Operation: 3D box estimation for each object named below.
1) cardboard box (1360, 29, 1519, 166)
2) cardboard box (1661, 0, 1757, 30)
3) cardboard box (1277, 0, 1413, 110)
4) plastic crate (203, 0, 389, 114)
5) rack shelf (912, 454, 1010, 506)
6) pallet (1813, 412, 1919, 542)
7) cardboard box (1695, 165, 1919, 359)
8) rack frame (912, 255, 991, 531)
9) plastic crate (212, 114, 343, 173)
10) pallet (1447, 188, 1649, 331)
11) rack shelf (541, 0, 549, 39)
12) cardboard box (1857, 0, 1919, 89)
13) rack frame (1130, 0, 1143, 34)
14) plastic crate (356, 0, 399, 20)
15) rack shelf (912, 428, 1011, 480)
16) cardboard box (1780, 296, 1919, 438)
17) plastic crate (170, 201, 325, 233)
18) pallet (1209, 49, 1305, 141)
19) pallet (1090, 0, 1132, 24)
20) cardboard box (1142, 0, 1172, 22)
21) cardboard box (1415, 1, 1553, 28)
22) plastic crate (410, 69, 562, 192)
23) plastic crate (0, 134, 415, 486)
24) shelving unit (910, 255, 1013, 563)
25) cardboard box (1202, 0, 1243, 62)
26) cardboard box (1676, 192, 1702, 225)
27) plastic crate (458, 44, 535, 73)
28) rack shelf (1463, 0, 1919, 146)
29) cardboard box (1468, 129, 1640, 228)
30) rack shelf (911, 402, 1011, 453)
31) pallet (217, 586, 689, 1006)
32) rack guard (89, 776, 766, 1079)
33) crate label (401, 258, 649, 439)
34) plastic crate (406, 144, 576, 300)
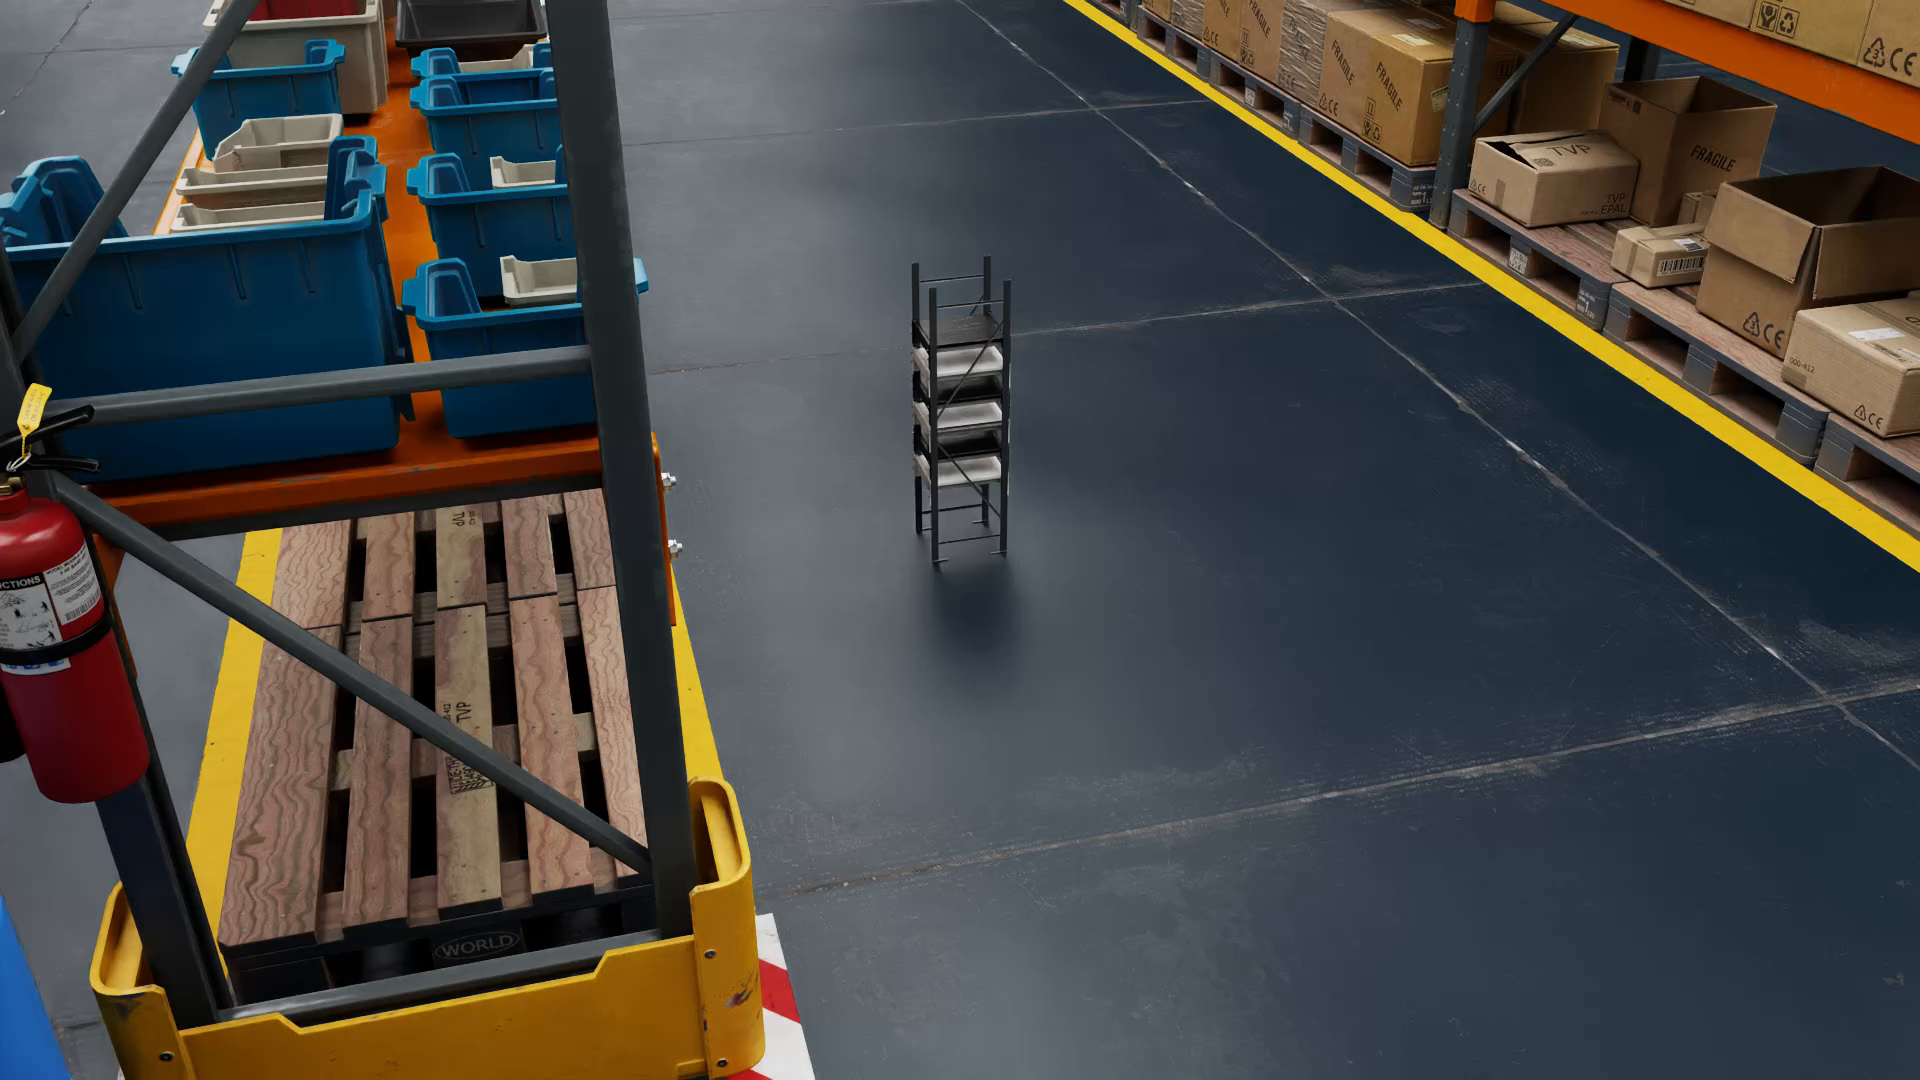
[{"bbox_3d":[2.293,-2.136,8.001,0.500,0.500,0.500,-8,31,-14],"label":"cardboard box"},{"bbox_3d":[2.842,-2.099,5.782,0.500,0.500,0.500,-8,31,-14],"label":"cardboard box"},{"bbox_3d":[2.037,-2.618,8.834,0.500,0.500,0.500,-7,31,-13],"label":"cardboard box"},{"bbox_3d":[-1.849,-1.383,4.703,0.437,0.282,0.530,-8,31,-13],"label":"plastic crate"},{"bbox_3d":[0.002,-0.201,5.125,0.258,0.077,0.200,-8,31,-13],"label":"rack shelf"},{"bbox_3d":[3.529,-0.110,5.229,1.003,0.211,1.213,-8,31,-13],"label":"pallet"},{"bbox_3d":[3.204,-1.030,6.088,0.797,0.503,0.637,-8,31,-13],"label":"cardboard box"},{"bbox_3d":[-0.025,-0.435,5.103,0.240,0.900,0.006,-8,31,-13],"label":"rack frame"},{"bbox_3d":[-1.663,-0.933,4.072,0.298,0.136,0.250,-8,31,-13],"label":"plastic crate"},{"bbox_3d":[2.881,-1.288,7.265,1.003,0.211,1.213,-8,31,-13],"label":"pallet"},{"bbox_3d":[-2.608,-2.825,7.854,1.077,0.370,4.000,-8,31,-13],"label":"rack shelf"},{"bbox_3d":[3.112,-1.610,4.938,0.500,0.500,0.500,-8,31,-13],"label":"cardboard box"},{"bbox_3d":[1.638,-4.759,10.477,1.000,3.000,0.127,-8,31,-13],"label":"rack frame"},{"bbox_3d":[-2.091,-1.838,5.635,0.396,0.136,0.243,-8,31,-13],"label":"plastic crate"},{"bbox_3d":[0.002,-0.279,5.080,0.258,0.077,0.200,-8,31,-13],"label":"rack shelf"},{"bbox_3d":[3.157,-0.588,5.577,0.500,0.250,0.500,-8,31,-13],"label":"cardboard box"},{"bbox_3d":[-1.469,-0.662,3.602,0.396,0.136,0.243,-8,31,-13],"label":"plastic crate"},{"bbox_3d":[2.120,-2.598,9.528,1.003,0.211,1.213,-8,31,-13],"label":"pallet"},{"bbox_3d":[1.457,-3.955,11.872,1.003,0.211,1.213,-8,31,-13],"label":"pallet"},{"bbox_3d":[1.484,-3.609,10.548,0.500,0.500,0.500,-7,31,-11],"label":"cardboard box"},{"bbox_3d":[2.654,-2.458,8.558,0.500,0.500,0.500,-7,31,-13],"label":"cardboard box"},{"bbox_3d":[-1.113,-0.991,4.074,0.416,0.233,0.300,-8,31,-13],"label":"plastic crate"},{"bbox_3d":[-1.284,-0.416,2.880,0.616,0.435,0.499,-8,31,-13],"label":"plastic crate"},{"bbox_3d":[0.002,-0.386,5.018,0.258,0.900,0.210,-8,31,-13],"label":"shelving unit"},{"bbox_3d":[1.756,-3.114,9.693,0.500,0.500,0.500,-8,31,-14],"label":"cardboard box"},{"bbox_3d":[3.282,-1.373,7.034,0.380,0.149,0.250,-8,31,-13],"label":"cardboard box"},{"bbox_3d":[-1.325,-1.281,4.672,0.293,0.136,0.466,-8,31,-13],"label":"plastic crate"},{"bbox_3d":[3.231,-1.550,5.651,1.077,0.370,4.000,-8,31,-13],"label":"rack shelf"},{"bbox_3d":[2.603,-1.622,7.303,0.500,0.311,0.500,-8,31,-13],"label":"cardboard box"},{"bbox_3d":[0.002,-0.357,5.034,0.258,0.077,0.200,-8,31,-13],"label":"rack shelf"},{"bbox_3d":[-1.196,0.565,4.063,1.003,0.211,1.213,-8,31,-13],"label":"pallet"},{"bbox_3d":[-0.996,0.854,3.276,1.175,0.500,0.348,-8,31,-13],"label":"rack guard"},{"bbox_3d":[-0.763,-0.355,2.976,0.416,0.233,0.303,-8,31,-13],"label":"crate label"},{"bbox_3d":[-0.938,-0.673,3.525,0.416,0.233,0.300,-8,31,-13],"label":"plastic crate"}]
